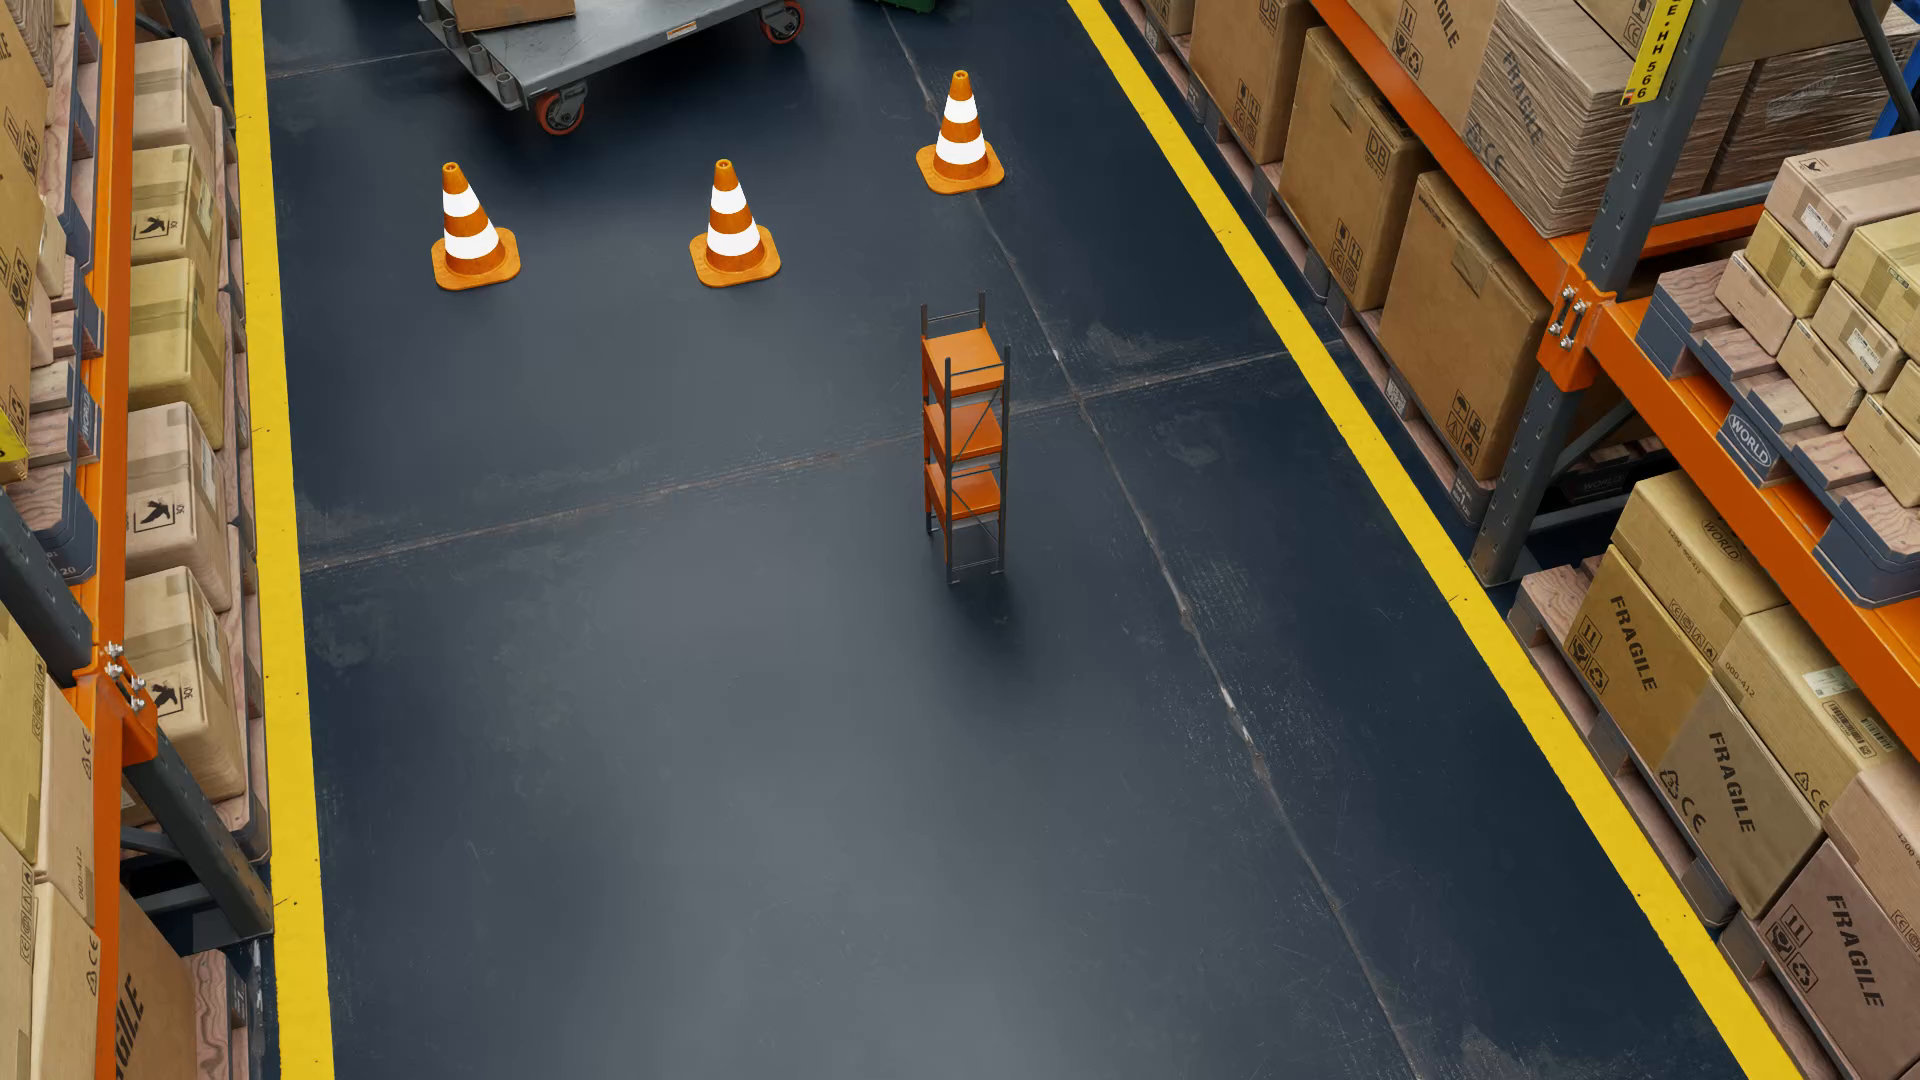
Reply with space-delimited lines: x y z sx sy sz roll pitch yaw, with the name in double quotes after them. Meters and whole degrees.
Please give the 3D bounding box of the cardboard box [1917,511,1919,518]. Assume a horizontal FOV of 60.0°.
2.409 -0.049 3.719 0.380 0.149 0.250 -11 51 -9 "cardboard box"

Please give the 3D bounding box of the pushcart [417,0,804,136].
-1.490 -2.392 7.519 1.648 0.377 0.936 -30 56 -23 "pushcart"

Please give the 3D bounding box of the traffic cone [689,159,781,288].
-0.908 -1.292 6.537 0.336 0.463 0.334 -13 51 -11 "traffic cone"

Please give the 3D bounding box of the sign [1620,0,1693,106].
1.699 -1.202 4.044 0.100 0.325 0.005 -13 51 -11 "sign"

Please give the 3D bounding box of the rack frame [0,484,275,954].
-2.470 0.237 3.589 1.000 3.000 0.127 -13 51 -11 "rack frame"

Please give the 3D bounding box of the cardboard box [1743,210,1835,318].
2.180 -0.708 4.080 0.380 0.149 0.250 -11 51 -9 "cardboard box"

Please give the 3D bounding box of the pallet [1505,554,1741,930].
2.458 0.514 5.179 1.003 0.211 1.213 -13 51 -11 "pallet"

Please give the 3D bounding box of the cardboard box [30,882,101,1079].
-1.907 0.965 3.072 0.500 0.250 0.500 -12 51 -10 "cardboard box"

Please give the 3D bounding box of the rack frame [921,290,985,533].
-0.020 -0.388 5.391 0.200 1.050 0.008 -13 51 -11 "rack frame"

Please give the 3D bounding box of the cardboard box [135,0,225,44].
-3.570 -2.426 7.357 0.500 0.250 0.500 -15 52 -13 "cardboard box"

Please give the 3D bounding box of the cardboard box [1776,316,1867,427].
2.247 -0.442 4.051 0.380 0.149 0.250 -11 51 -9 "cardboard box"

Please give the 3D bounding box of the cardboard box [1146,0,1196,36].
1.315 -2.855 7.392 1.050 0.750 0.750 -14 51 -11 "cardboard box"

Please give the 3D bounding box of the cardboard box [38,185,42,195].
-2.685 -0.885 4.424 0.380 0.149 0.250 -11 51 -9 "cardboard box"

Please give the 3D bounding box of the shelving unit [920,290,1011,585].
0.016 -0.299 5.316 0.215 1.050 0.252 -13 51 -11 "shelving unit"

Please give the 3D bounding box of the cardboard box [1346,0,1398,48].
1.545 -1.987 5.397 0.500 0.500 0.500 -14 51 -12 "cardboard box"

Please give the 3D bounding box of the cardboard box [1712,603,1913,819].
2.351 0.401 4.320 0.500 0.250 0.500 -14 51 -11 "cardboard box"

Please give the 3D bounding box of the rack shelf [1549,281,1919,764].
2.820 0.736 3.638 1.077 0.370 4.000 -13 51 -11 "rack shelf"

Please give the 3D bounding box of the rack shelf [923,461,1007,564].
0.016 -0.113 5.536 0.215 0.259 0.240 -13 51 -11 "rack shelf"

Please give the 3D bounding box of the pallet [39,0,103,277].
-3.095 -1.138 4.873 1.003 0.211 1.213 -13 51 -11 "pallet"

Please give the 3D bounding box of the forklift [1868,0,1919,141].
4.375 -3.186 6.519 1.130 2.935 3.031 13 51 11 "forklift"

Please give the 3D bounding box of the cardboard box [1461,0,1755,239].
1.839 -1.257 4.782 0.500 0.500 0.500 -13 51 -11 "cardboard box"

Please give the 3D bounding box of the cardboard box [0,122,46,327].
-2.543 -0.787 3.917 0.500 0.500 0.500 -11 51 -9 "cardboard box"

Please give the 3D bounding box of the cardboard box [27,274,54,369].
-2.477 -0.521 4.117 0.380 0.149 0.250 -16 52 -13 "cardboard box"

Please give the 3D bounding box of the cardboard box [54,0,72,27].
-2.949 -1.677 5.092 0.380 0.149 0.250 -13 51 -11 "cardboard box"

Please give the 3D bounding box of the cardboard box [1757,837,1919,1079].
2.502 1.029 4.281 0.500 0.500 0.500 -14 51 -12 "cardboard box"

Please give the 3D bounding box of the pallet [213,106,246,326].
-3.422 -1.218 6.638 1.003 0.211 1.213 -13 51 -11 "pallet"

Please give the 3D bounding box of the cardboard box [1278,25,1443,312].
1.873 -1.469 6.224 1.050 0.750 0.750 -13 51 -10 "cardboard box"

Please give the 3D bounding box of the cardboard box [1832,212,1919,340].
2.262 -0.625 3.816 0.380 0.149 0.250 -15 51 -12 "cardboard box"

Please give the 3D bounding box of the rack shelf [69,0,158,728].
-3.062 -0.992 5.095 1.077 0.370 4.000 -13 51 -11 "rack shelf"

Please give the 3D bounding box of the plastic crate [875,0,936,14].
-0.257 -2.821 7.968 0.450 0.188 0.662 16 51 0 "plastic crate"

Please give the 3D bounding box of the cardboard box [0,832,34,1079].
-1.929 0.794 2.890 0.500 0.250 0.500 -14 51 -12 "cardboard box"

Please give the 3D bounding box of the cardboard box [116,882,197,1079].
-2.345 1.309 3.799 0.875 0.875 0.875 -14 51 -11 "cardboard box"

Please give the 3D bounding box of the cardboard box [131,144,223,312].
-3.280 -1.066 6.131 0.950 0.372 0.625 -10 51 -9 "cardboard box"

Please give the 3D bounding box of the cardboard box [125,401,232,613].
-2.854 -0.004 5.235 0.950 0.372 0.625 -14 51 -12 "cardboard box"

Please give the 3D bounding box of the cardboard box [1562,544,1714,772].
2.194 0.288 4.905 0.500 0.500 0.500 -15 52 -13 "cardboard box"

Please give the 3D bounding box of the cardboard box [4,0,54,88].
-2.847 -1.540 4.552 0.500 0.500 0.500 -15 52 -12 "cardboard box"

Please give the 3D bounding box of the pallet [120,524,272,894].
-2.700 0.564 5.136 1.003 0.211 1.213 -13 51 -11 "pallet"

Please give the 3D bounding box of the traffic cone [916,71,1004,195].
0.000 -1.739 6.914 0.336 0.463 0.334 -13 51 -11 "traffic cone"

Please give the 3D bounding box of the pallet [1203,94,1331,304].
1.710 -1.540 6.910 1.003 0.211 1.213 -13 51 -11 "pallet"

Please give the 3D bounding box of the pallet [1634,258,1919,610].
2.541 -0.398 4.249 1.213 0.211 1.003 -13 51 -11 "pallet"

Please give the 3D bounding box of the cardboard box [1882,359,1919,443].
2.344 -0.316 3.750 0.380 0.149 0.250 -15 51 -12 "cardboard box"
